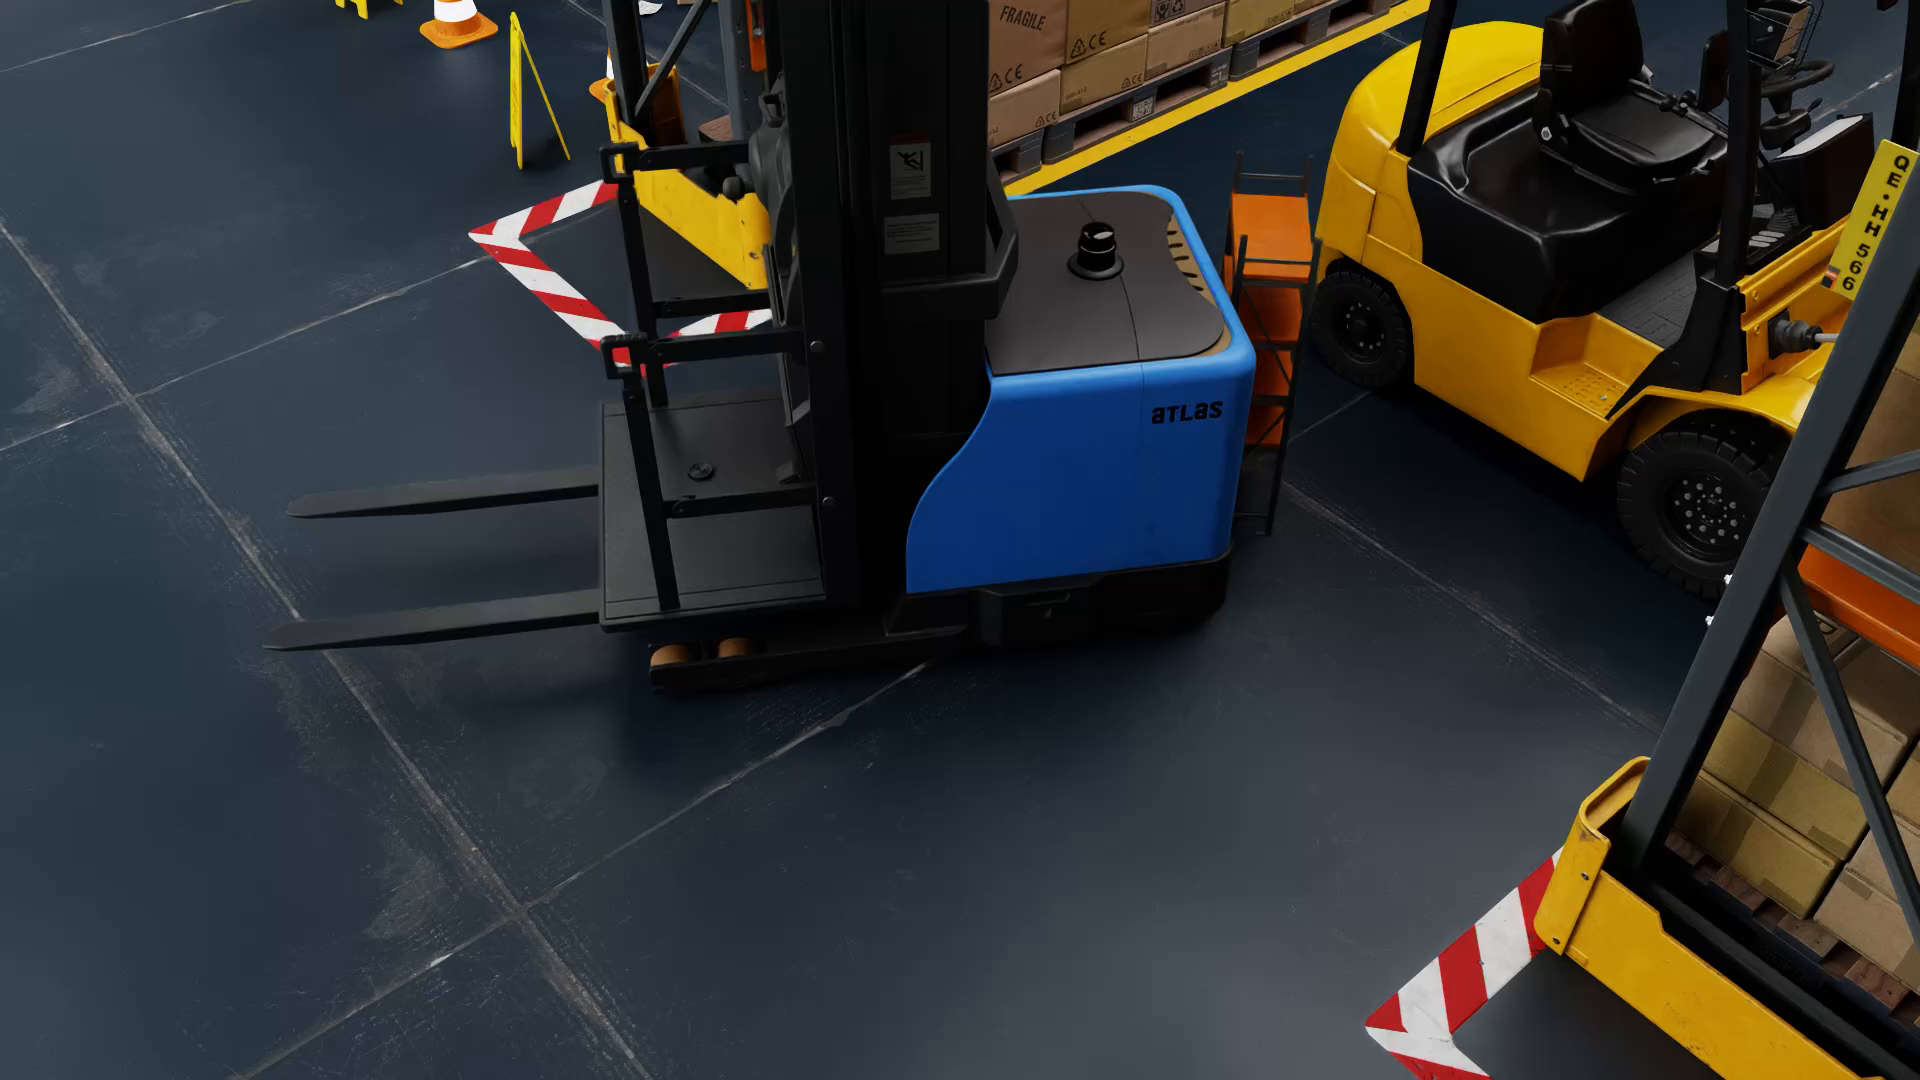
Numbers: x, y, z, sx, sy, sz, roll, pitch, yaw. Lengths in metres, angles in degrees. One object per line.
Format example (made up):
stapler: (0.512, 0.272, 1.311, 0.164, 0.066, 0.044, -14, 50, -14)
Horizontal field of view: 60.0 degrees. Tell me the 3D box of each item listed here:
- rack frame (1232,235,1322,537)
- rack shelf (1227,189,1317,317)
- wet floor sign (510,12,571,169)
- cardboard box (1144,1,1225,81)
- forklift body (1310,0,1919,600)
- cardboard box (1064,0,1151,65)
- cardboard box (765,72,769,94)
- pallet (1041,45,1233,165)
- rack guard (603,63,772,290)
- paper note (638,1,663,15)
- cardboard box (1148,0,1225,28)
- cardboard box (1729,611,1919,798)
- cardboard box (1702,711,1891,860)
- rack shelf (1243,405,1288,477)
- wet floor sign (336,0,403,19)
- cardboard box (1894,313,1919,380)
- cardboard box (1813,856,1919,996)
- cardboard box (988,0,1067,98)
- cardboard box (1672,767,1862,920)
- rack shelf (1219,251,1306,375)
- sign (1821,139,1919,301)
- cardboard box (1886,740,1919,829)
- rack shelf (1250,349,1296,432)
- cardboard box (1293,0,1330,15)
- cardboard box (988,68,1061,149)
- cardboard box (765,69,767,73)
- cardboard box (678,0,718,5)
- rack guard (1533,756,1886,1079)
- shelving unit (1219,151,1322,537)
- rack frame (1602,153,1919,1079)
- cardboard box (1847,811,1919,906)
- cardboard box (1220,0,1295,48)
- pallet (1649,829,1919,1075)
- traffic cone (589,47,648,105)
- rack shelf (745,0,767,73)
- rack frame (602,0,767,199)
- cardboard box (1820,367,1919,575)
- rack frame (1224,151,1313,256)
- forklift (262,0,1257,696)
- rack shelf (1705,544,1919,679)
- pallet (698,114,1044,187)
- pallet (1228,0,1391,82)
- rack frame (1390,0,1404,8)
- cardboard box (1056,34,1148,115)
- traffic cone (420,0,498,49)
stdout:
rack frame: (0.958, -0.463, 5.366, 0.240, 1.200, 0.015, 4, 43, 4)
rack shelf: (0.982, -0.915, 5.274, 0.258, 0.148, 0.480, 4, 43, 4)
wet floor sign: (-1.931, -2.028, 7.438, 0.232, 0.644, 0.267, -14, 45, -14)
cardboard box: (0.893, -2.455, 7.874, 0.500, 0.250, 0.500, -29, 50, -27)
forklift body: (2.372, -1.284, 5.547, 1.214, 2.155, 2.313, -30, 51, -28)
cardboard box: (0.503, -2.500, 7.375, 0.500, 0.500, 0.500, -29, 50, -27)
cardboard box: (-0.633, -2.065, 7.460, 0.500, 0.250, 0.500, -30, 51, -28)
pallet: (0.540, -2.296, 8.041, 1.213, 0.211, 1.003, -30, 51, -28)
rack guard: (-1.041, -1.530, 7.014, 0.348, 0.500, 1.175, -30, 51, -28)
paper note: (-1.651, -2.786, 8.694, 0.148, 0.019, 0.142, 22, 47, 21)
cardboard box: (0.908, -2.739, 7.629, 0.500, 0.500, 0.500, -27, 50, -26)
cardboard box: (2.241, 0.316, 4.194, 0.500, 0.250, 0.500, -28, 50, -27)
cardboard box: (2.261, 0.486, 4.378, 0.500, 0.250, 0.500, -30, 51, -28)
rack shelf: (0.982, -0.435, 5.725, 0.258, 0.148, 0.480, 4, 43, 4)
wet floor sign: (-3.104, -3.052, 8.528, 0.267, 0.644, 0.232, 30, 51, 28)
cardboard box: (2.175, -0.375, 3.412, 0.250, 0.149, 0.380, -29, 50, -27)
cardboard box: (2.591, 0.933, 4.267, 0.500, 0.250, 0.500, -30, 51, -28)
cardboard box: (0.113, -2.284, 7.145, 0.500, 0.500, 0.500, -32, 52, -29)
cardboard box: (2.246, 0.674, 4.543, 0.500, 0.250, 0.500, -29, 51, -28)
rack shelf: (0.982, -0.743, 5.436, 0.258, 0.148, 0.480, 4, 43, 4)
sign: (1.751, -0.602, 3.182, 0.005, 0.325, 0.100, -30, 51, -28)
cardboard box: (2.578, 0.570, 3.923, 0.500, 0.250, 0.500, -31, 51, -28)
rack shelf: (0.982, -0.580, 5.589, 0.258, 0.148, 0.480, 4, 43, 4)
cardboard box: (1.688, -2.915, 8.364, 0.500, 0.250, 0.500, -28, 50, -26)
cardboard box: (0.093, -1.988, 7.377, 0.500, 0.250, 0.500, -28, 50, -27)
cardboard box: (-0.652, -2.321, 7.184, 0.500, 0.500, 0.500, -29, 51, -28)
cardboard box: (-1.390, -3.005, 8.841, 0.250, 0.149, 0.380, -7, 44, -7)
rack guard: (2.070, 1.119, 4.194, 0.348, 0.500, 1.175, -30, 51, -28)
shelving unit: (0.982, -0.629, 5.543, 0.258, 1.200, 0.503, 4, 43, 4)
rack frame: (2.088, 0.197, 3.349, 0.127, 3.000, 1.000, -30, 51, -28)
cardboard box: (2.582, 0.767, 4.079, 0.500, 0.250, 0.500, -29, 50, -27)
cardboard box: (1.286, -2.676, 8.109, 0.500, 0.250, 0.500, -31, 51, -29)
pallet: (2.648, 0.856, 4.685, 1.213, 0.211, 1.003, -30, 51, -28)
traffic cone: (-1.597, -2.349, 7.914, 0.334, 0.463, 0.336, -30, 51, -28)
rack shelf: (0.435, -3.024, 7.304, 4.000, 0.370, 1.077, -30, 51, -28)
rack frame: (-1.099, -2.408, 6.123, 0.127, 3.000, 1.000, -30, 51, -28)
cardboard box: (2.297, -0.193, 3.692, 0.500, 0.500, 0.500, -31, 51, -29)
rack frame: (1.006, -0.795, 5.720, 0.240, 1.200, 0.015, 4, 43, 4)
forklift: (-0.692, -0.971, 4.643, 3.031, 2.935, 1.130, -6, 44, -7)
rack shelf: (3.622, -0.419, 4.531, 4.000, 0.370, 1.077, -30, 51, -28)
pallet: (-0.395, -1.763, 7.473, 1.213, 0.211, 1.003, -30, 51, -28)
pallet: (1.477, -2.835, 8.614, 1.213, 0.211, 1.003, -30, 51, -28)
rack frame: (1.969, -4.165, 7.993, 0.127, 3.000, 1.000, -30, 51, -28)
cardboard box: (0.504, -2.234, 7.640, 0.500, 0.250, 0.500, -26, 49, -25)
traffic cone: (-2.570, -2.783, 8.375, 0.334, 0.463, 0.336, -30, 51, -28)
